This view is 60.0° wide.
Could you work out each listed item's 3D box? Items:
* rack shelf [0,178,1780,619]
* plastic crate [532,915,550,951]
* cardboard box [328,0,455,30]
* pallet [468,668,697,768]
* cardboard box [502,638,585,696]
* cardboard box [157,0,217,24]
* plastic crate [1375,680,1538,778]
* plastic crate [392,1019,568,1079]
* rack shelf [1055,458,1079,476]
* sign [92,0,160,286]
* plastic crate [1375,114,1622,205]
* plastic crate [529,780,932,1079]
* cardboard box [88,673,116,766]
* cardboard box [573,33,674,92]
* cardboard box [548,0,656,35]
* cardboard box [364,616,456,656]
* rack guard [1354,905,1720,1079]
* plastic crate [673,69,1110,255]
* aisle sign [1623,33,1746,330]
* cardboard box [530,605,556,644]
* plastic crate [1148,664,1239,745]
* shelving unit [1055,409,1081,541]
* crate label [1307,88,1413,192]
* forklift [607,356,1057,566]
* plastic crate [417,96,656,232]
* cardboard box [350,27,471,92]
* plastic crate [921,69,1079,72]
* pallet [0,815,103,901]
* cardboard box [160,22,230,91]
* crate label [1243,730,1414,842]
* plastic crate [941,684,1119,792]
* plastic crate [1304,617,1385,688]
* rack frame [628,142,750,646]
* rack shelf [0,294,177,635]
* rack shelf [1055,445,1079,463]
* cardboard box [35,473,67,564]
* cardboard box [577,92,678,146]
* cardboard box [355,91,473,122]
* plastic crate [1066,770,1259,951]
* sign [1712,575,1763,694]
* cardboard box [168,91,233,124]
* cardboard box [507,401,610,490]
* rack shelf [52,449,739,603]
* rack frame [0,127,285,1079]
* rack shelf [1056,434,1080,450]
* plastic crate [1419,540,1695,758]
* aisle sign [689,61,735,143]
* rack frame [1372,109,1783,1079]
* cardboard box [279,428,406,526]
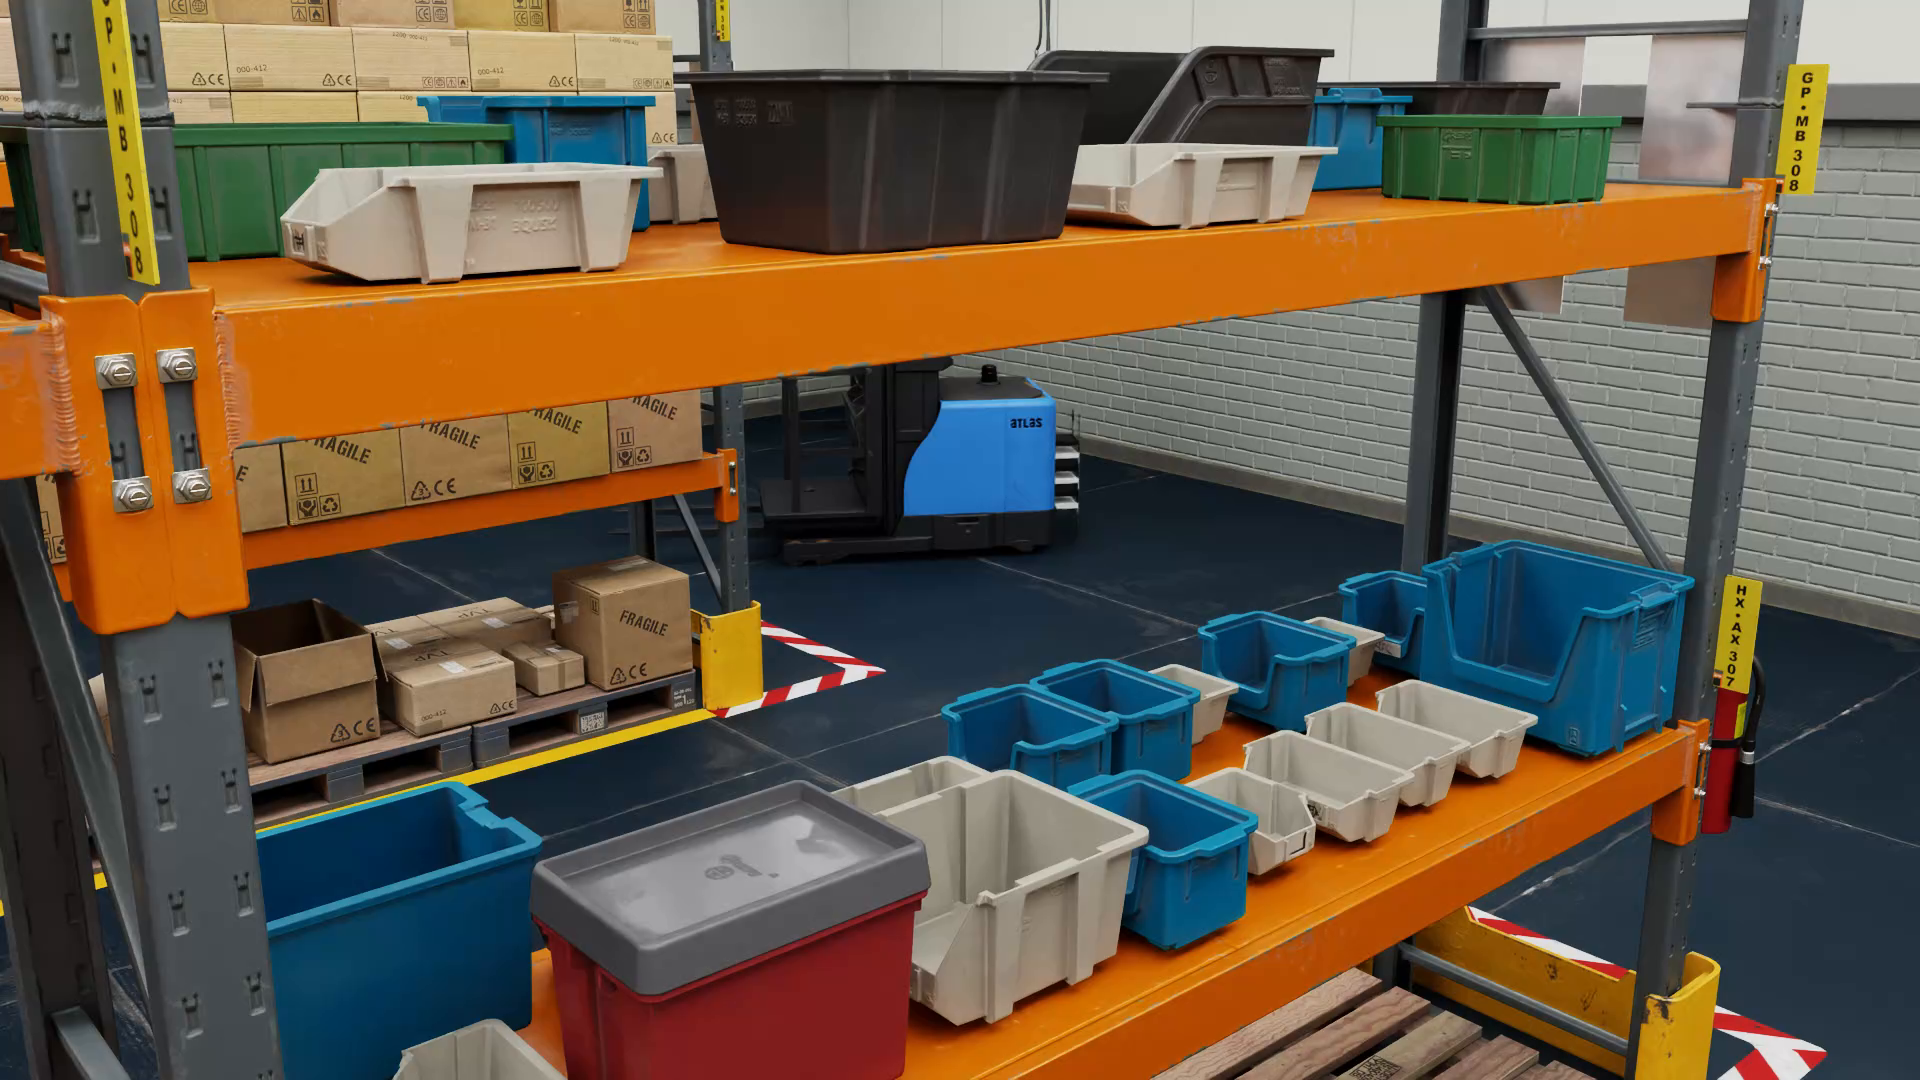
[{"bbox_3d":[0.284,-0.525,3.484,4.000,0.370,1.077,-13,19,-39],"label":"rack shelf"},{"bbox_3d":[-0.557,0.778,3.443,0.590,0.125,0.437,-13,19,-39],"label":"plastic crate"},{"bbox_3d":[-2.572,-2.444,7.142,0.500,0.500,0.700,-13,19,-39],"label":"cardboard box"},{"bbox_3d":[-2.114,0.768,8.465,1.213,0.211,1.003,-13,19,-39],"label":"pallet"},{"bbox_3d":[-2.069,0.620,8.253,0.250,0.166,0.380,-13,19,-39],"label":"cardboard box"},{"bbox_3d":[-3.288,-2.263,6.465,0.500,0.500,0.700,-13,19,-39],"label":"cardboard box"},{"bbox_3d":[1.296,0.510,4.424,0.243,0.136,0.396,-13,19,-39],"label":"plastic crate"},{"bbox_3d":[-0.780,0.963,2.727,0.243,0.136,0.396,-13,19,-39],"label":"plastic crate"},{"bbox_3d":[0.713,-0.511,11.701,0.200,0.077,0.258,-2,15,-8],"label":"rack shelf"},{"bbox_3d":[-0.865,-0.431,1.720,0.005,0.325,0.100,-13,19,-39],"label":"sign"},{"bbox_3d":[1.236,-0.886,3.853,0.336,0.188,0.450,-13,19,-39],"label":"plastic crate"},{"bbox_3d":[-0.387,0.753,2.877,0.583,0.464,0.402,-13,19,-39],"label":"plastic crate"},{"bbox_3d":[-3.664,0.758,7.456,0.500,0.311,0.500,-13,19,-39],"label":"cardboard box"},{"bbox_3d":[-1.676,-2.209,7.715,0.500,0.250,0.500,-13,19,-39],"label":"cardboard box"},{"bbox_3d":[-1.833,-2.617,7.793,0.500,0.500,0.700,-13,19,-39],"label":"cardboard box"},{"bbox_3d":[-2.807,0.595,8.185,0.500,0.250,0.500,-13,19,-39],"label":"cardboard box"},{"bbox_3d":[1.802,1.439,5.394,0.348,0.500,1.175,-13,19,-39],"label":"rack guard"},{"bbox_3d":[-0.108,-0.628,2.728,0.590,0.269,0.497,-13,19,-39],"label":"plastic crate"},{"bbox_3d":[2.039,-0.973,4.543,0.004,0.787,0.394,-13,19,-39],"label":"aisle sign"},{"bbox_3d":[-2.186,0.476,8.795,0.250,0.166,0.380,-13,19,-39],"label":"cardboard box"},{"bbox_3d":[0.582,0.467,4.583,0.298,0.136,0.250,-13,19,-39],"label":"plastic crate"},{"bbox_3d":[0.713,-0.457,11.716,0.210,0.900,0.258,-2,15,-8],"label":"shelving unit"},{"bbox_3d":[0.885,-1.046,4.329,0.502,0.251,0.408,-13,19,-39],"label":"crate label"},{"bbox_3d":[-0.901,-1.391,11.278,3.031,2.935,1.130,-2,15,-8],"label":"forklift"},{"bbox_3d":[-0.747,-0.669,2.955,0.300,0.233,0.416,-13,19,-39],"label":"plastic crate"},{"bbox_3d":[-2.433,-2.040,7.084,0.500,0.250,0.500,-13,19,-39],"label":"cardboard box"},{"bbox_3d":[-0.082,-0.839,3.494,0.530,0.282,0.437,-13,19,-39],"label":"plastic crate"},{"bbox_3d":[-3.955,1.182,6.917,1.213,0.211,1.003,-13,19,-39],"label":"pallet"},{"bbox_3d":[-3.183,-1.869,6.445,0.500,0.250,0.500,-13,19,-39],"label":"cardboard box"},{"bbox_3d":[0.874,0.608,4.056,0.243,0.136,0.396,-13,19,-39],"label":"crate label"},{"bbox_3d":[0.171,0.541,4.119,0.300,0.233,0.416,-13,19,-39],"label":"plastic crate"},{"bbox_3d":[1.094,0.352,5.013,0.298,0.136,0.250,-13,19,-39],"label":"plastic crate"},{"bbox_3d":[-1.456,-0.727,8.659,0.127,3.000,1.000,-13,19,-39],"label":"rack frame"},{"bbox_3d":[-2.733,0.153,0.947,4.000,0.370,1.077,-13,19,-39],"label":"rack shelf"},{"bbox_3d":[0.713,-0.598,11.678,0.200,0.077,0.258,-2,15,-8],"label":"rack shelf"},{"bbox_3d":[-3.526,-0.218,6.561,0.500,0.500,0.500,-12,19,-38],"label":"cardboard box"},{"bbox_3d":[-1.670,-1.965,7.774,0.500,0.250,0.500,-13,19,-39],"label":"cardboard box"},{"bbox_3d":[-2.423,-1.796,7.138,0.500,0.250,0.500,-13,19,-39],"label":"cardboard box"},{"bbox_3d":[0.412,0.688,3.571,0.300,0.233,0.416,-13,19,-39],"label":"plastic crate"},{"bbox_3d":[2.166,0.263,4.635,0.005,0.325,0.100,-13,19,-39],"label":"sign"},{"bbox_3d":[-3.186,-1.629,6.513,0.500,0.250,0.500,-13,19,-39],"label":"cardboard box"},{"bbox_3d":[-2.004,-0.558,7.832,0.500,0.500,0.500,-12,19,-39],"label":"cardboard box"},{"bbox_3d":[-2.965,-0.041,7.484,4.000,0.370,1.077,-13,19,-39],"label":"rack shelf"},{"bbox_3d":[-1.225,0.916,2.510,0.127,3.000,1.000,-13,19,-39],"label":"rack frame"},{"bbox_3d":[0.713,-0.685,11.655,0.200,0.077,0.258,-2,15,-8],"label":"rack shelf"},{"bbox_3d":[1.663,0.285,4.686,0.499,0.435,0.616,-13,19,-39],"label":"plastic crate"},{"bbox_3d":[-1.203,-1.935,8.144,0.004,0.787,0.394,-13,19,-39],"label":"aisle sign"},{"bbox_3d":[1.793,0.238,5.047,0.127,3.000,1.000,-13,19,-39],"label":"rack frame"},{"bbox_3d":[-2.764,-0.389,7.201,0.500,0.500,0.500,-13,20,-40],"label":"cardboard box"}]
